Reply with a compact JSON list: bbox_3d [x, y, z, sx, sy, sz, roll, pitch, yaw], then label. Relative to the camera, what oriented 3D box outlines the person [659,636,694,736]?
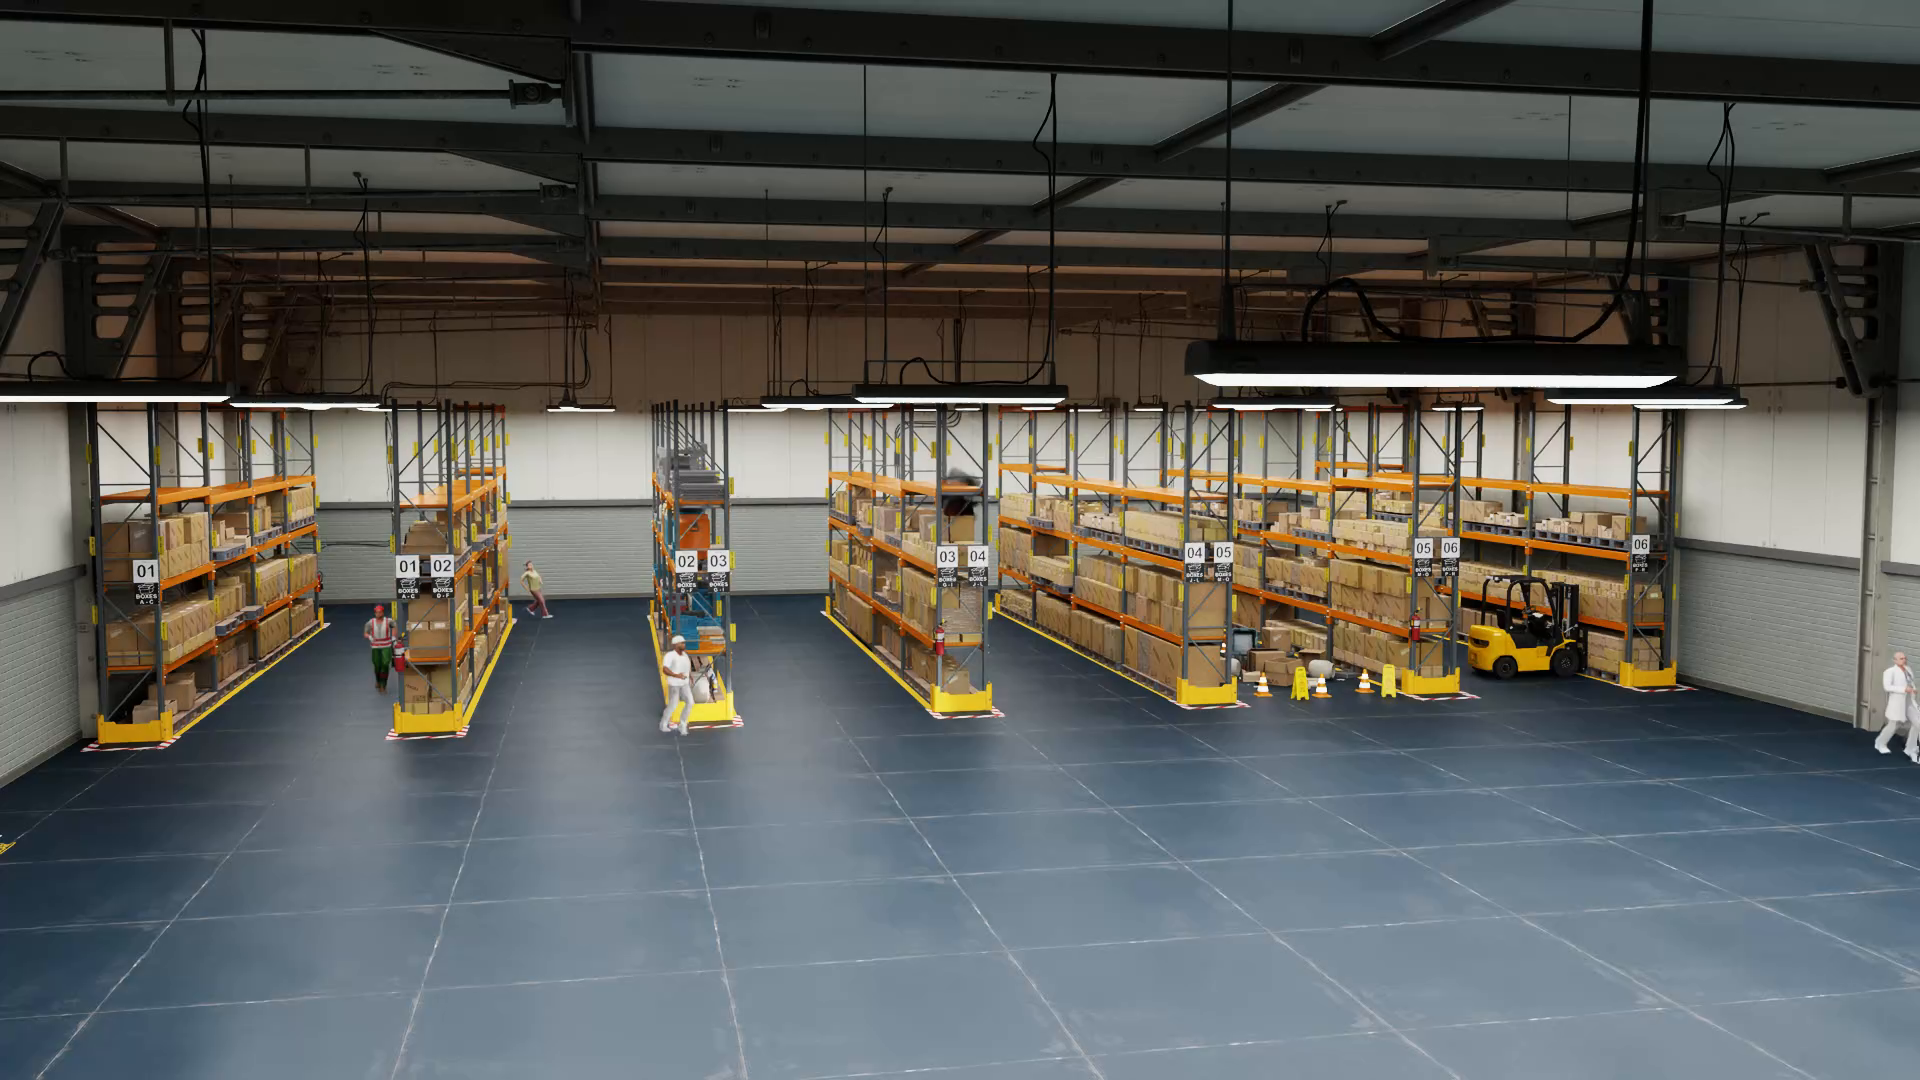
[{"bbox_3d":[-5.034,2.614,29.836,0.671,1.789,0.769,3,5,36],"label":"person"}]

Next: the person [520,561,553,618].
[{"bbox_3d":[-11.881,1.403,46.559,0.875,1.595,0.635,2,5,20],"label":"person"}]

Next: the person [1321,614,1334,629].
[{"bbox_3d":[9.521,1.702,42.778,0.580,1.622,0.515,-1,4,-15],"label":"person"}]

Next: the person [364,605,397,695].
[{"bbox_3d":[-11.971,2.247,34.343,0.608,1.833,0.855,-1,4,-11],"label":"person"}]

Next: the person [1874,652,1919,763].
[{"bbox_3d":[15.661,2.770,27.684,0.723,1.822,0.868,-1,4,-11],"label":"person"}]
